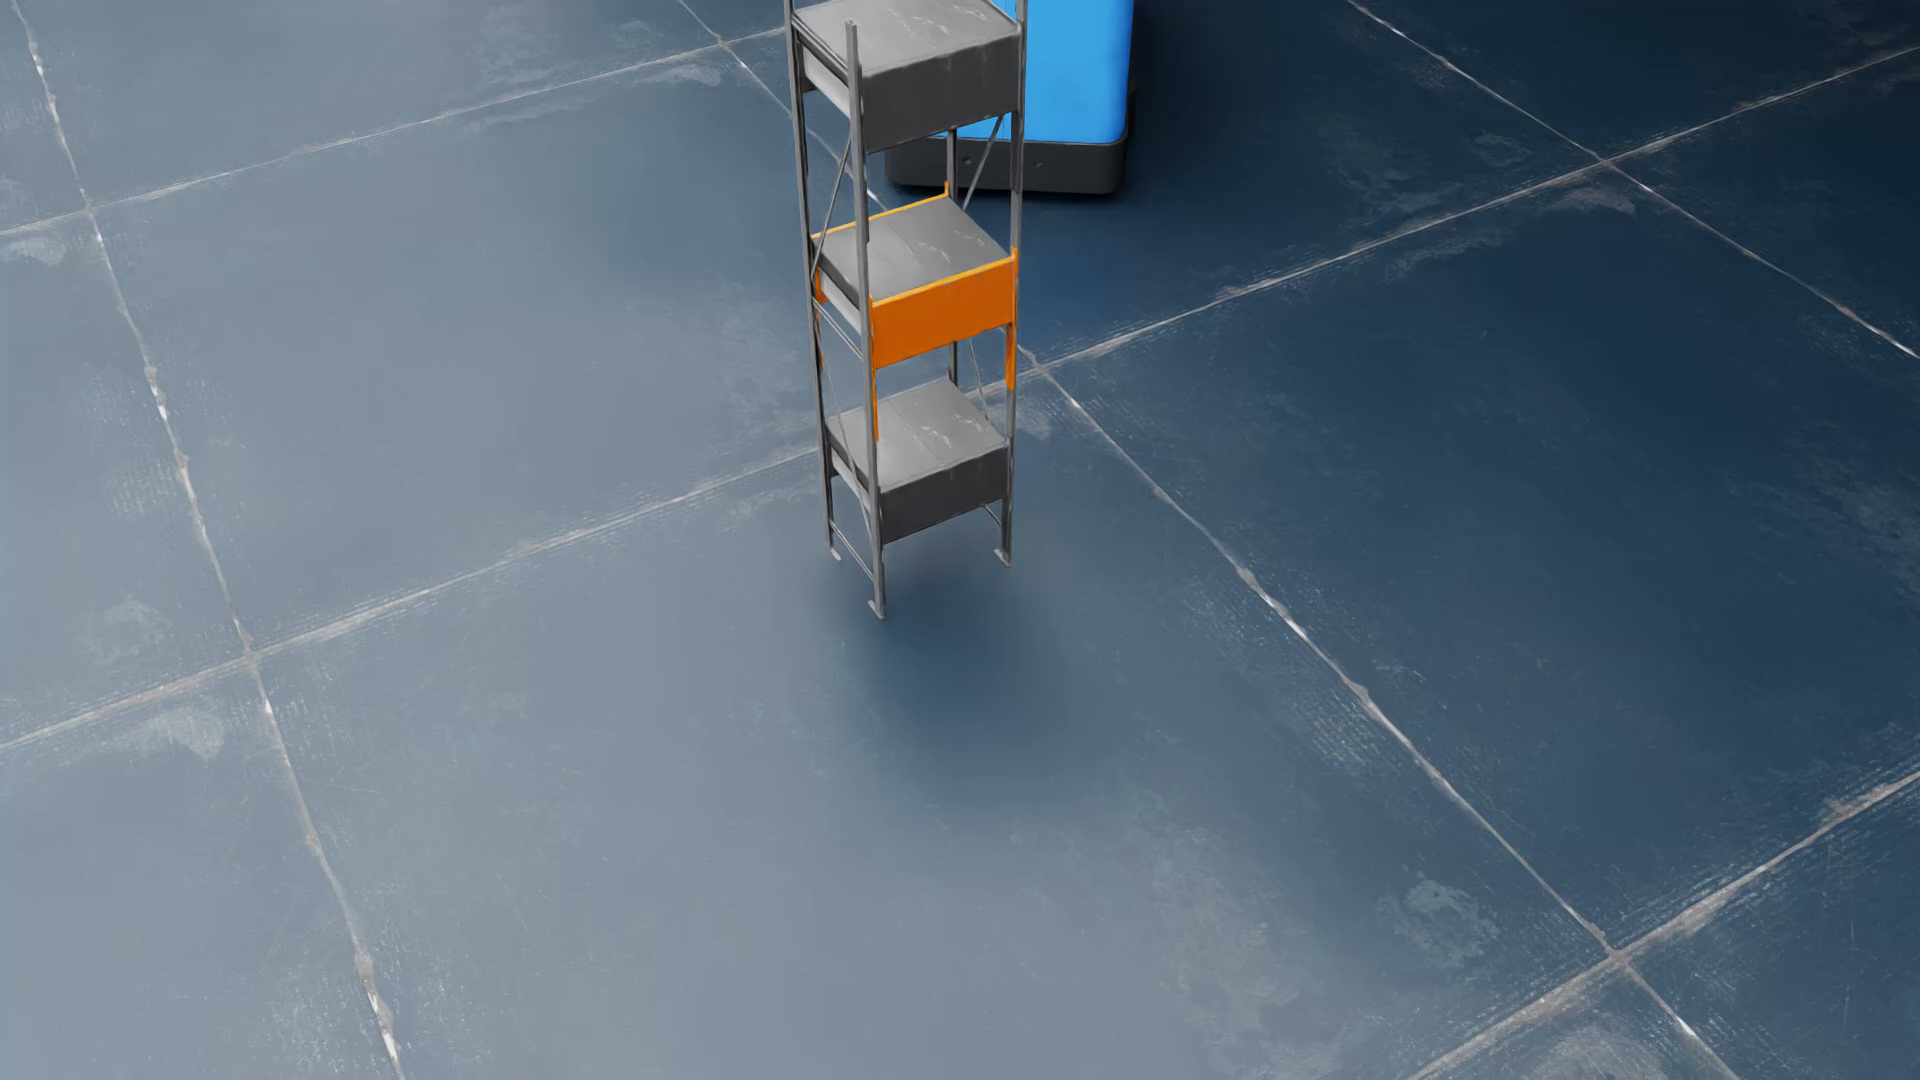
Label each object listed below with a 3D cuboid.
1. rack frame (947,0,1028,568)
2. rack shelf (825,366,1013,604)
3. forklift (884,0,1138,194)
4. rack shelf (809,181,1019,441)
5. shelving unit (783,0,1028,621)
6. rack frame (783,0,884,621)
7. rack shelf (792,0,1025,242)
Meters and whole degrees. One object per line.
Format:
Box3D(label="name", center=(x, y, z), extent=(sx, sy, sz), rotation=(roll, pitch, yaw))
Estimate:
Box3D(label="rack frame", center=(0.068, -0.781, 5.047), extent=(0.015, 2.100, 0.400), rotation=(-22, 48, -21))
Box3D(label="rack shelf", center=(-0.144, -0.184, 5.457), extent=(0.480, 0.518, 0.431), rotation=(-22, 48, -21))
Box3D(label="forklift", center=(0.313, -3.571, 7.325), extent=(1.130, 2.935, 3.031), rotation=(3, 44, 4))
Box3D(label="rack shelf", center=(-0.144, -0.686, 4.969), extent=(0.480, 0.518, 0.431), rotation=(-22, 48, -21))
Box3D(label="shelving unit", center=(-0.144, -0.696, 4.960), extent=(0.503, 2.100, 0.431), rotation=(-22, 48, -21))
Box3D(label="rack frame", center=(-0.355, -0.611, 4.872), extent=(0.015, 2.100, 0.400), rotation=(-22, 48, -21))
Box3D(label="rack shelf", center=(-0.144, -1.189, 4.482), extent=(0.480, 0.518, 0.431), rotation=(-22, 48, -21))
